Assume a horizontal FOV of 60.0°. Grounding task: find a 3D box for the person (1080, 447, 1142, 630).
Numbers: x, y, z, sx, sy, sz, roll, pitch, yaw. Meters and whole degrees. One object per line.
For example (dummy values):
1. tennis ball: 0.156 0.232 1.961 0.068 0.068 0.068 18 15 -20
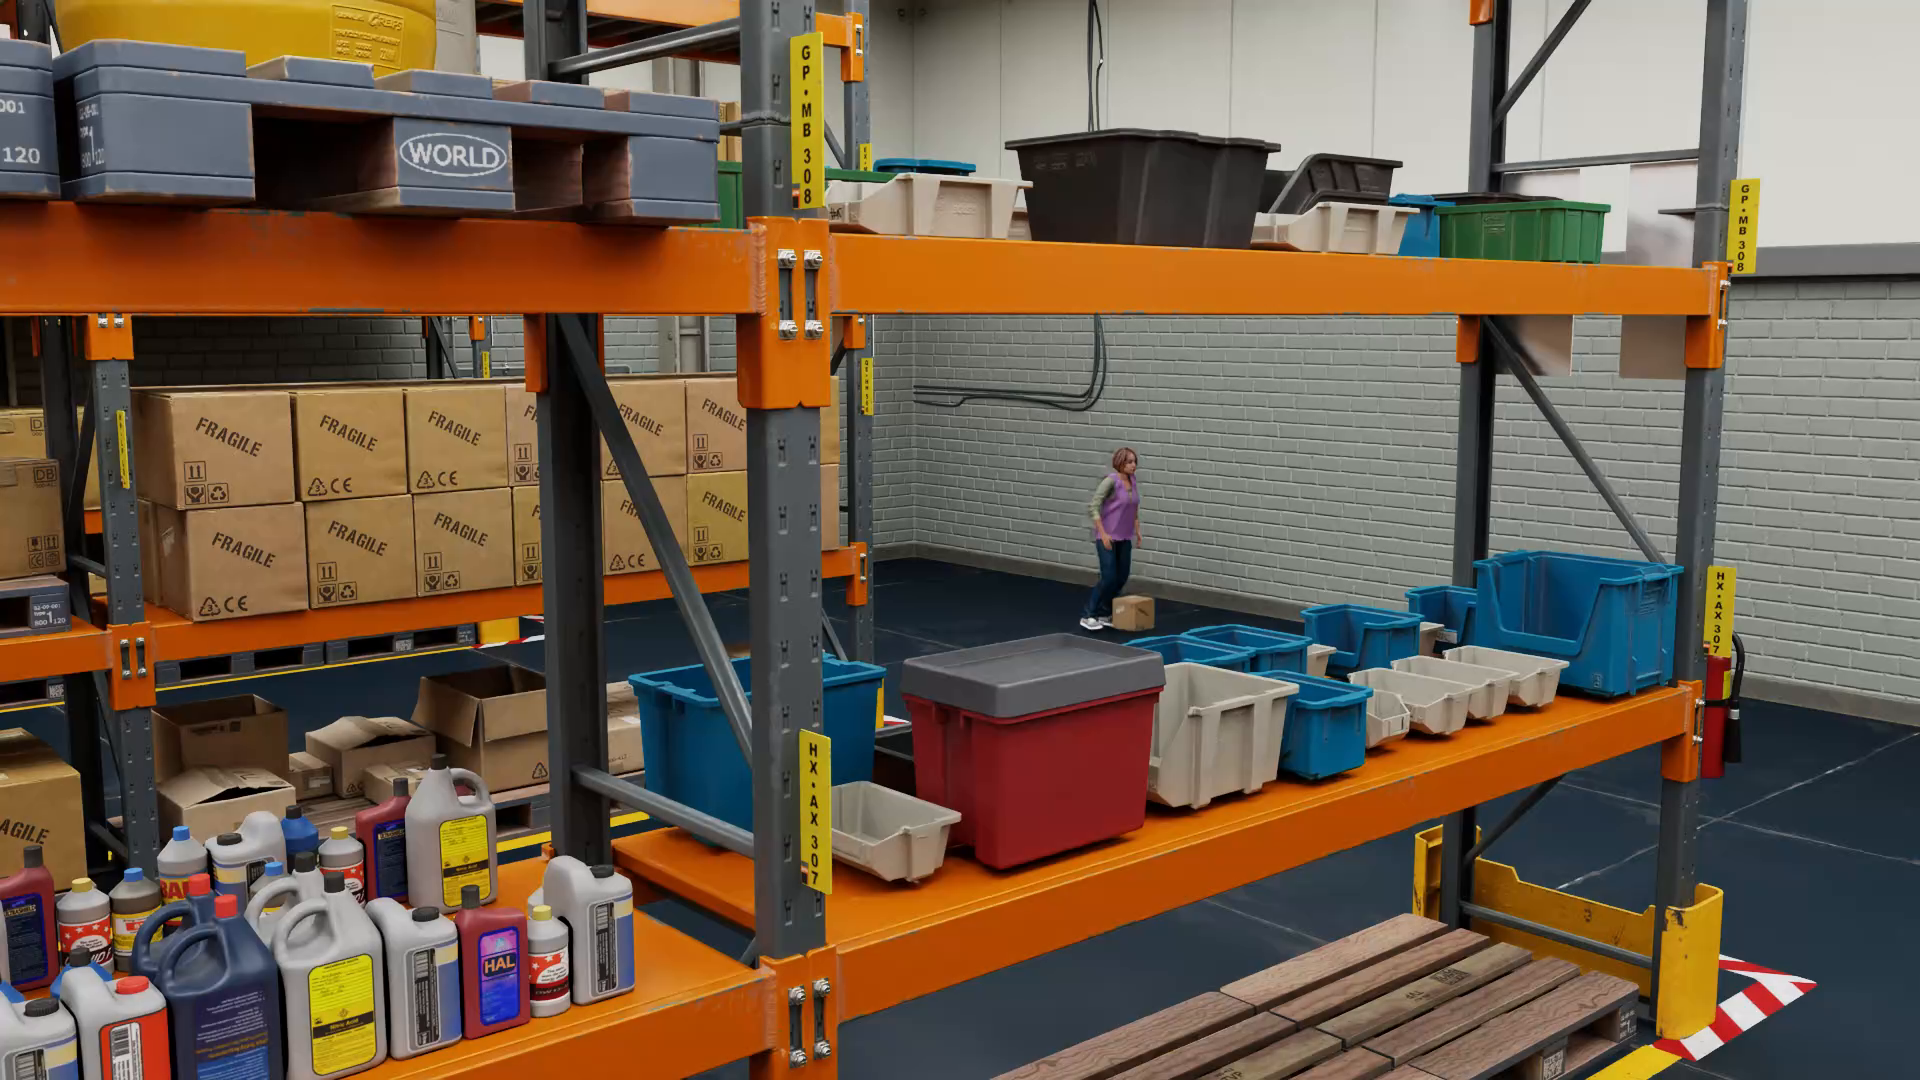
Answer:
1. person: 1.288 -0.010 14.054 0.560 1.548 0.480 -7 10 -43
